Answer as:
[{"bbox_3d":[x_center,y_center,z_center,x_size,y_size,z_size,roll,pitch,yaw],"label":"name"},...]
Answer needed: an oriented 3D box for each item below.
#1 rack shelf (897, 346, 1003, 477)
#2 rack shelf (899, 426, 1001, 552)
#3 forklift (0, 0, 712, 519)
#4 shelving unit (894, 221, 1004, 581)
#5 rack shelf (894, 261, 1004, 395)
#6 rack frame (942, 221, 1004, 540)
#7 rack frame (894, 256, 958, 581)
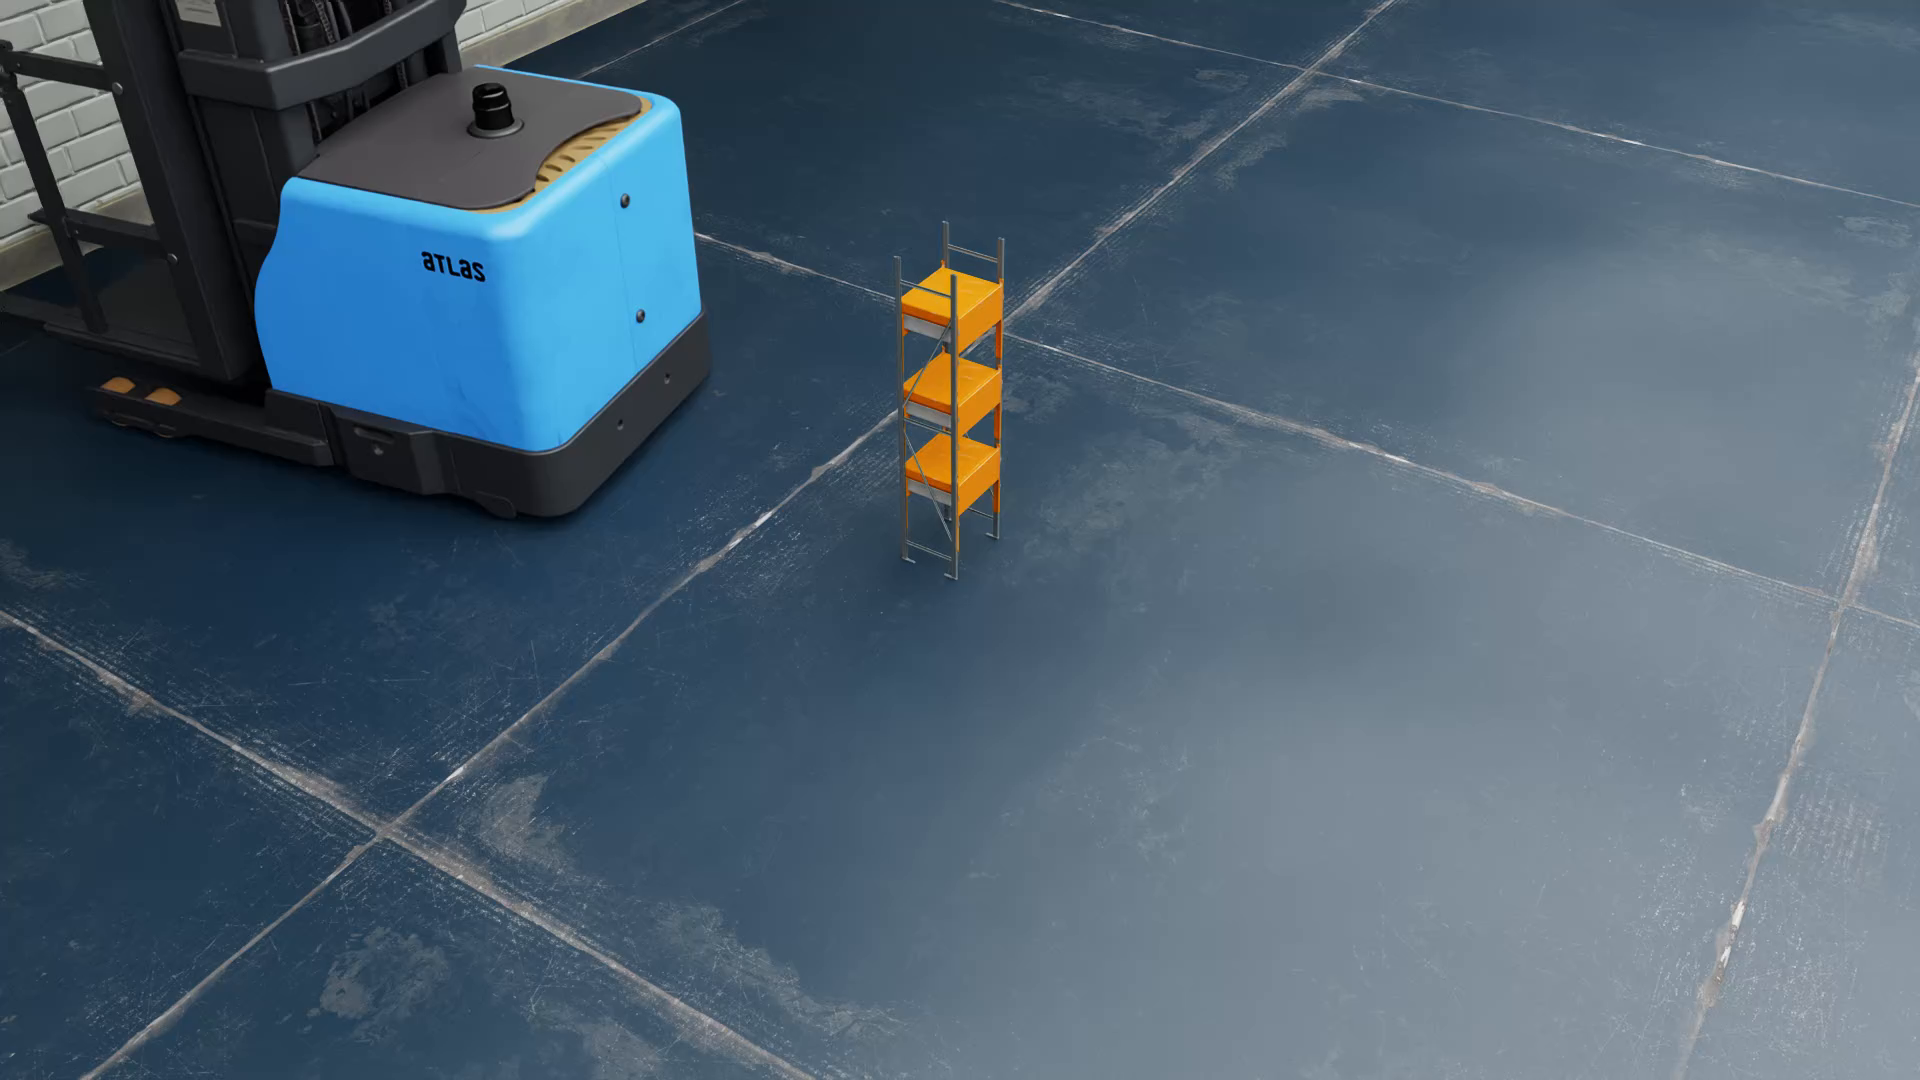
[{"bbox_3d":[-0.029,-0.380,4.900,0.215,0.259,0.240,21,42,25],"label":"rack shelf"},{"bbox_3d":[-0.029,-0.160,5.070,0.215,0.259,0.240,21,42,25],"label":"rack shelf"},{"bbox_3d":[-2.453,-1.795,5.178,3.031,2.935,1.130,14,40,17],"label":"forklift"},{"bbox_3d":[-0.029,-0.388,4.894,0.215,1.050,0.252,21,42,25],"label":"shelving unit"},{"bbox_3d":[-0.029,-0.605,4.727,0.215,0.259,0.240,21,42,25],"label":"rack shelf"},{"bbox_3d":[0.037,-0.451,4.975,0.200,1.050,0.008,21,42,25],"label":"rack frame"},{"bbox_3d":[-0.094,-0.325,4.812,0.200,1.050,0.008,21,42,25],"label":"rack frame"}]
